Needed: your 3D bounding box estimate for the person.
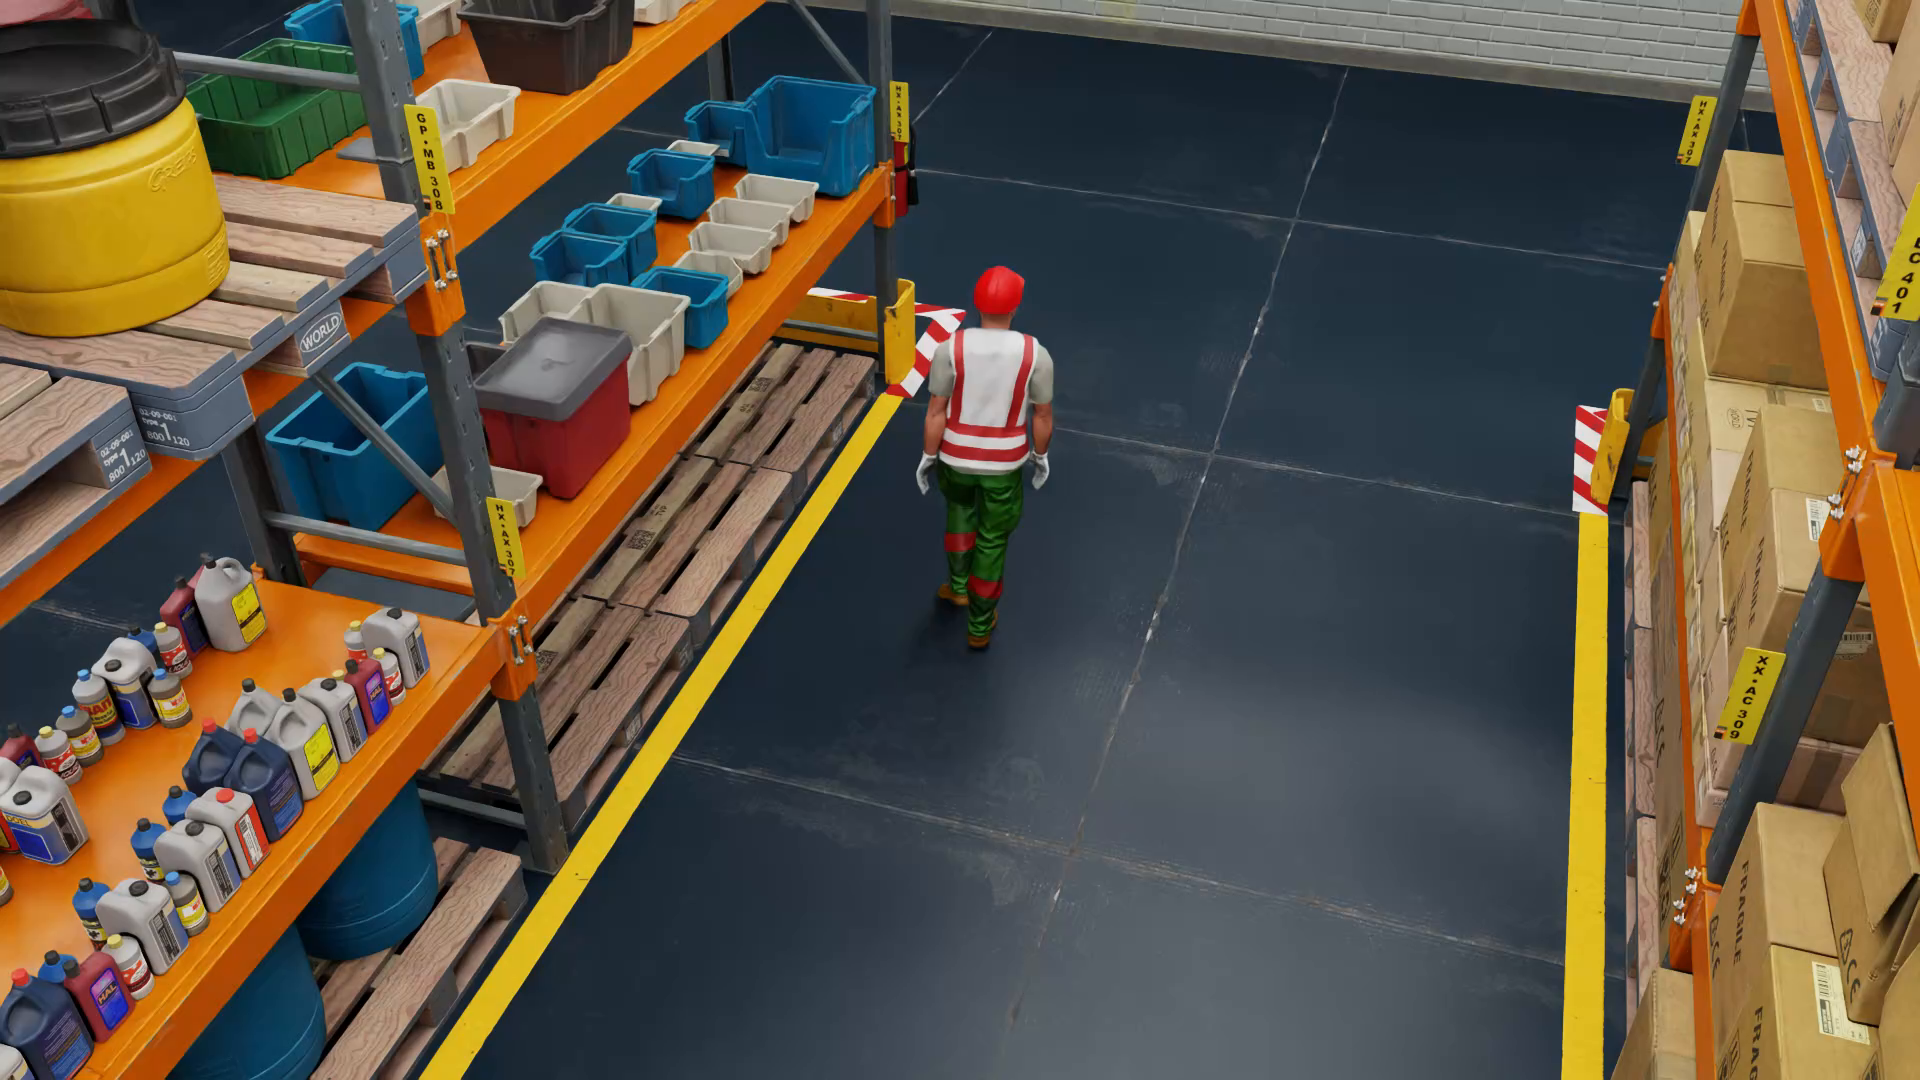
[{"bbox_3d":[0.111,-0.352,7.328,0.579,1.784,0.534,5,37,7],"label":"person"}]
